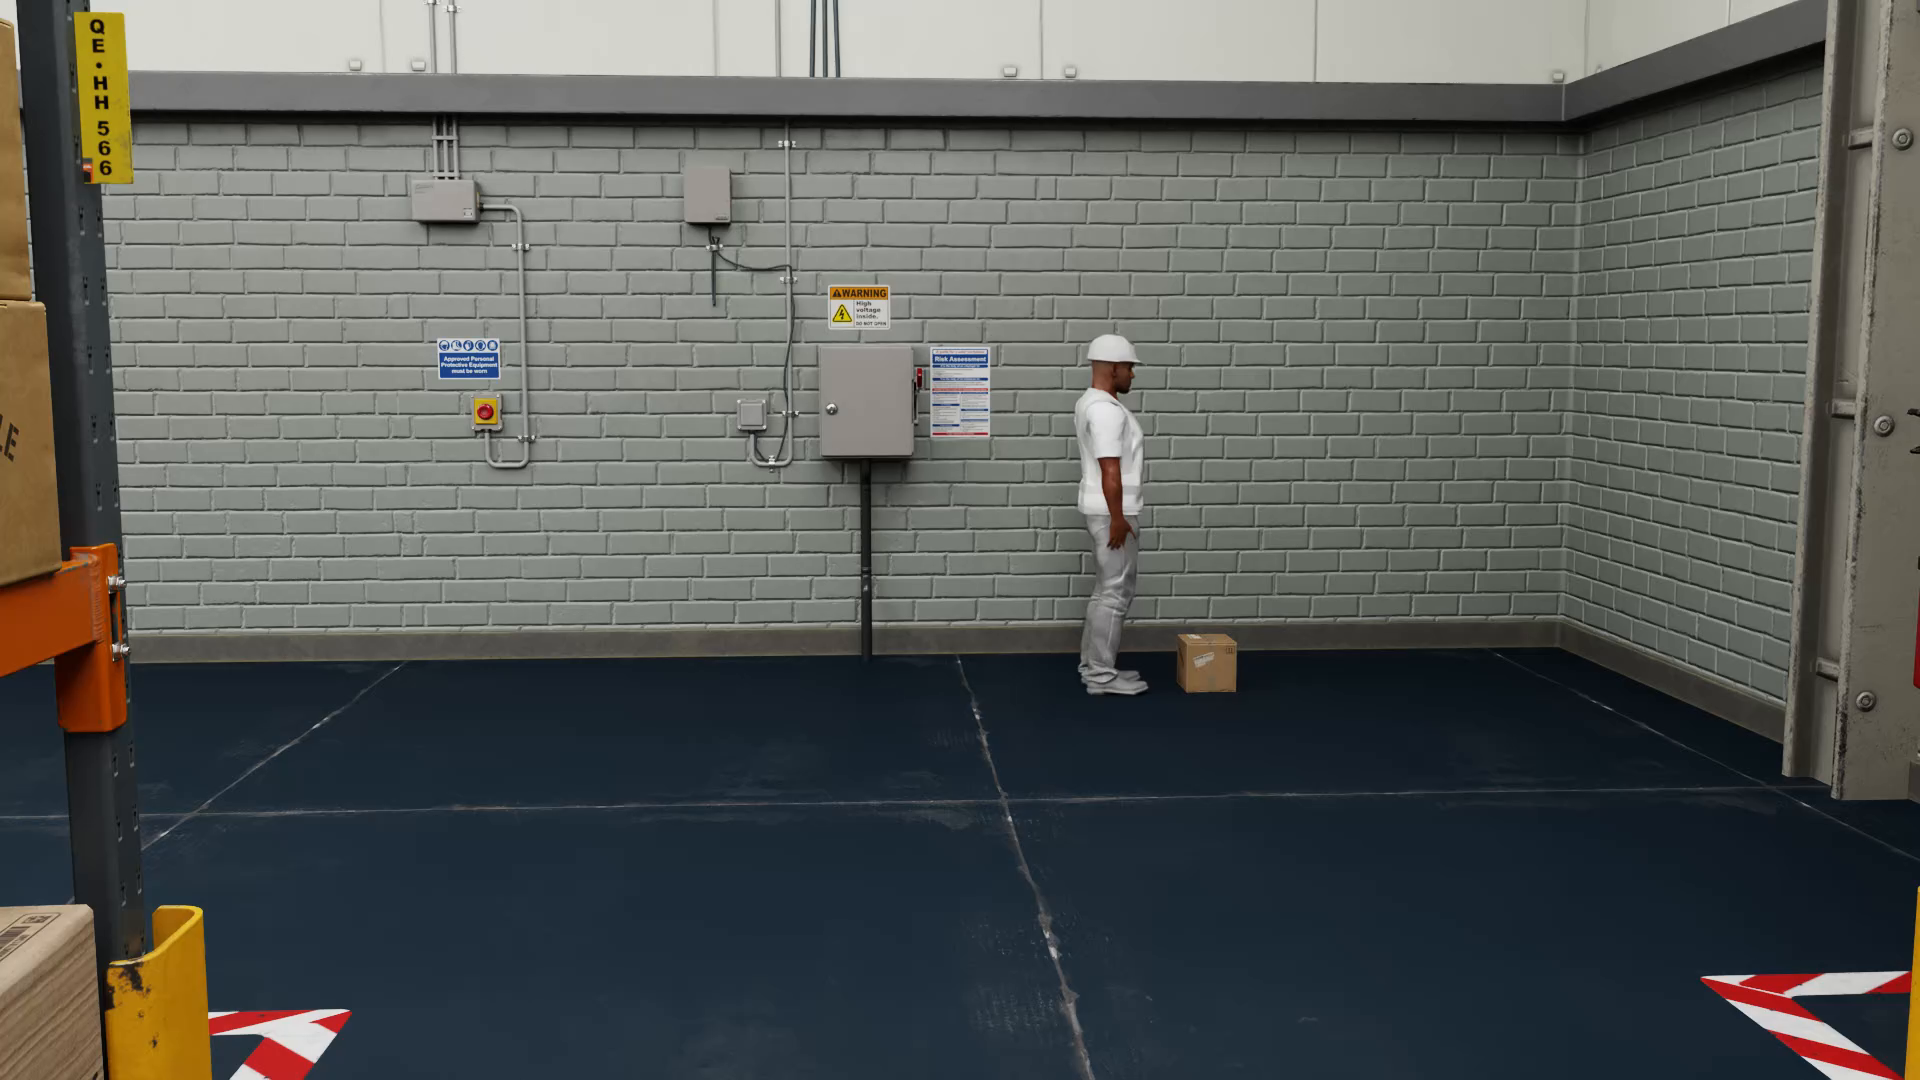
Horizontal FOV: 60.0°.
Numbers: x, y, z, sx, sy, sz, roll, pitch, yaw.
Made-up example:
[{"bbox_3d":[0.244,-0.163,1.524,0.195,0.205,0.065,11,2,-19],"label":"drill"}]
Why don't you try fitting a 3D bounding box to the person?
[{"bbox_3d":[0.747,-0.132,8.256,0.361,1.763,0.565,0,7,-2],"label":"person"}]
